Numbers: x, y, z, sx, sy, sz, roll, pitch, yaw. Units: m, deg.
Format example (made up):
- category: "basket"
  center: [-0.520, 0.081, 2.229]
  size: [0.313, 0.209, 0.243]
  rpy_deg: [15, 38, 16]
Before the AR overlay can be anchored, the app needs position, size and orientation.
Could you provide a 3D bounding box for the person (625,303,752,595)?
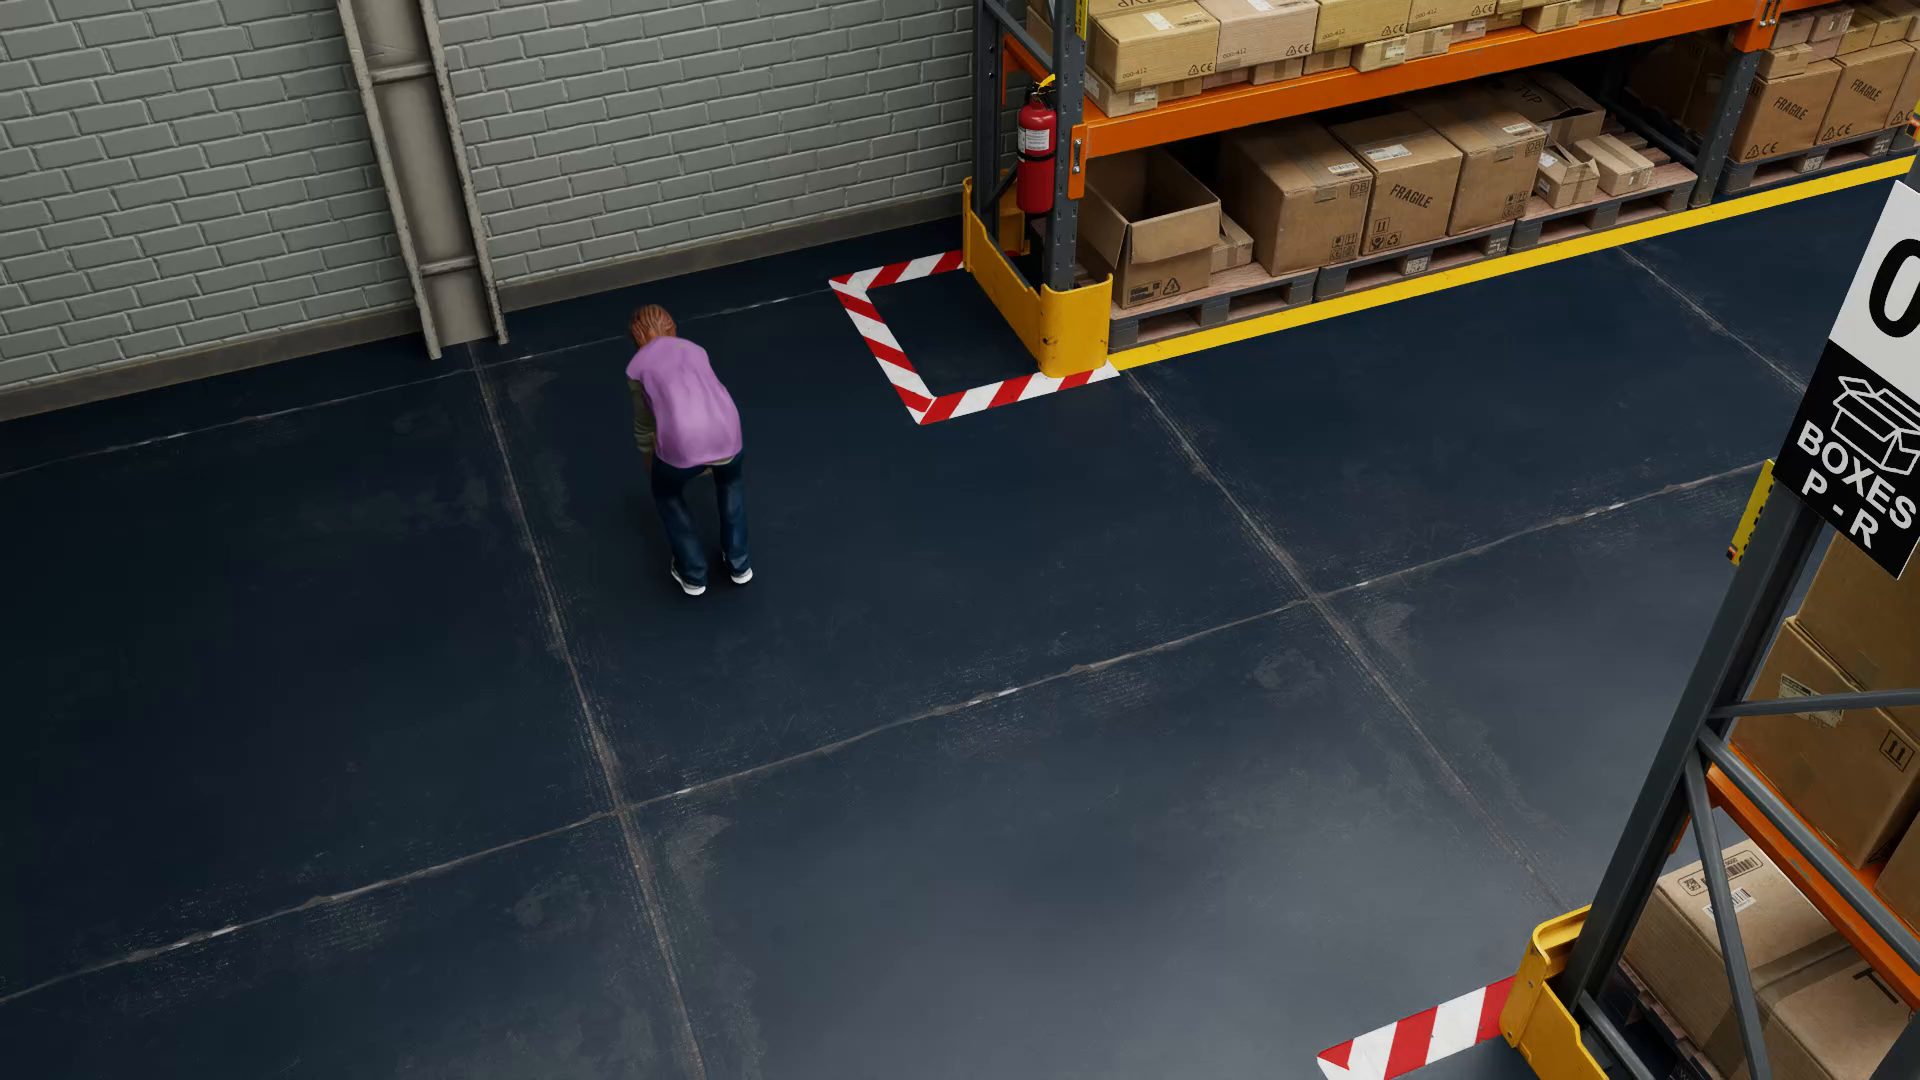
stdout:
- category: "person"
  center: [-1.148, -0.367, 6.978]
  size: [0.389, 1.051, 0.864]
  rpy_deg: [-17, 45, -18]
